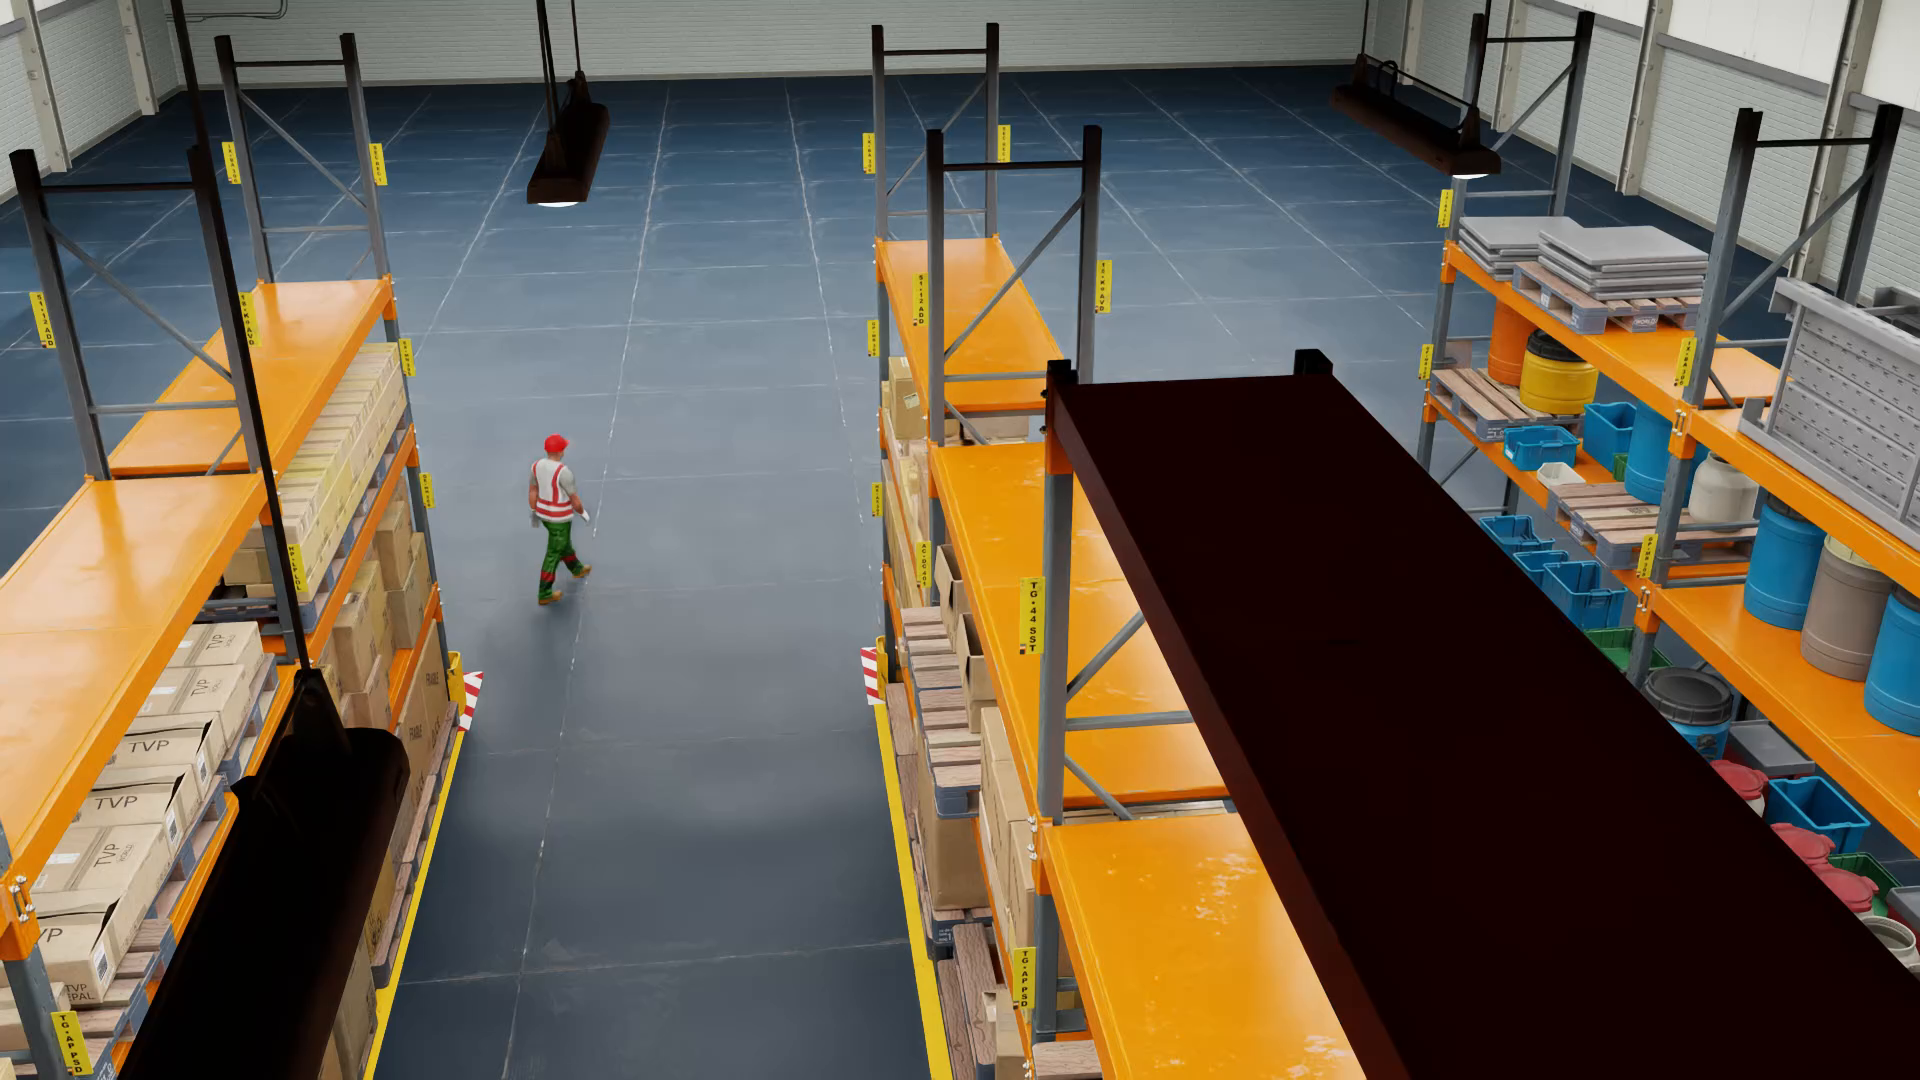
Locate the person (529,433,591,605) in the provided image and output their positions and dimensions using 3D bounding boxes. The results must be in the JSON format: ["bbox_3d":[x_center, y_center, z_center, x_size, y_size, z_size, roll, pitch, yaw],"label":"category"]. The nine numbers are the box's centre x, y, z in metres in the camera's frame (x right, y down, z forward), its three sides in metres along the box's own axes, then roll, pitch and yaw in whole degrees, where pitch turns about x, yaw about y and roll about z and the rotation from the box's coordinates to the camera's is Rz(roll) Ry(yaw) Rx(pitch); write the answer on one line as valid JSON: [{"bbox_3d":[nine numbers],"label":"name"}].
[{"bbox_3d":[-4.066,-0.276,16.992,0.563,1.746,0.900,19,31,34],"label":"person"}]
